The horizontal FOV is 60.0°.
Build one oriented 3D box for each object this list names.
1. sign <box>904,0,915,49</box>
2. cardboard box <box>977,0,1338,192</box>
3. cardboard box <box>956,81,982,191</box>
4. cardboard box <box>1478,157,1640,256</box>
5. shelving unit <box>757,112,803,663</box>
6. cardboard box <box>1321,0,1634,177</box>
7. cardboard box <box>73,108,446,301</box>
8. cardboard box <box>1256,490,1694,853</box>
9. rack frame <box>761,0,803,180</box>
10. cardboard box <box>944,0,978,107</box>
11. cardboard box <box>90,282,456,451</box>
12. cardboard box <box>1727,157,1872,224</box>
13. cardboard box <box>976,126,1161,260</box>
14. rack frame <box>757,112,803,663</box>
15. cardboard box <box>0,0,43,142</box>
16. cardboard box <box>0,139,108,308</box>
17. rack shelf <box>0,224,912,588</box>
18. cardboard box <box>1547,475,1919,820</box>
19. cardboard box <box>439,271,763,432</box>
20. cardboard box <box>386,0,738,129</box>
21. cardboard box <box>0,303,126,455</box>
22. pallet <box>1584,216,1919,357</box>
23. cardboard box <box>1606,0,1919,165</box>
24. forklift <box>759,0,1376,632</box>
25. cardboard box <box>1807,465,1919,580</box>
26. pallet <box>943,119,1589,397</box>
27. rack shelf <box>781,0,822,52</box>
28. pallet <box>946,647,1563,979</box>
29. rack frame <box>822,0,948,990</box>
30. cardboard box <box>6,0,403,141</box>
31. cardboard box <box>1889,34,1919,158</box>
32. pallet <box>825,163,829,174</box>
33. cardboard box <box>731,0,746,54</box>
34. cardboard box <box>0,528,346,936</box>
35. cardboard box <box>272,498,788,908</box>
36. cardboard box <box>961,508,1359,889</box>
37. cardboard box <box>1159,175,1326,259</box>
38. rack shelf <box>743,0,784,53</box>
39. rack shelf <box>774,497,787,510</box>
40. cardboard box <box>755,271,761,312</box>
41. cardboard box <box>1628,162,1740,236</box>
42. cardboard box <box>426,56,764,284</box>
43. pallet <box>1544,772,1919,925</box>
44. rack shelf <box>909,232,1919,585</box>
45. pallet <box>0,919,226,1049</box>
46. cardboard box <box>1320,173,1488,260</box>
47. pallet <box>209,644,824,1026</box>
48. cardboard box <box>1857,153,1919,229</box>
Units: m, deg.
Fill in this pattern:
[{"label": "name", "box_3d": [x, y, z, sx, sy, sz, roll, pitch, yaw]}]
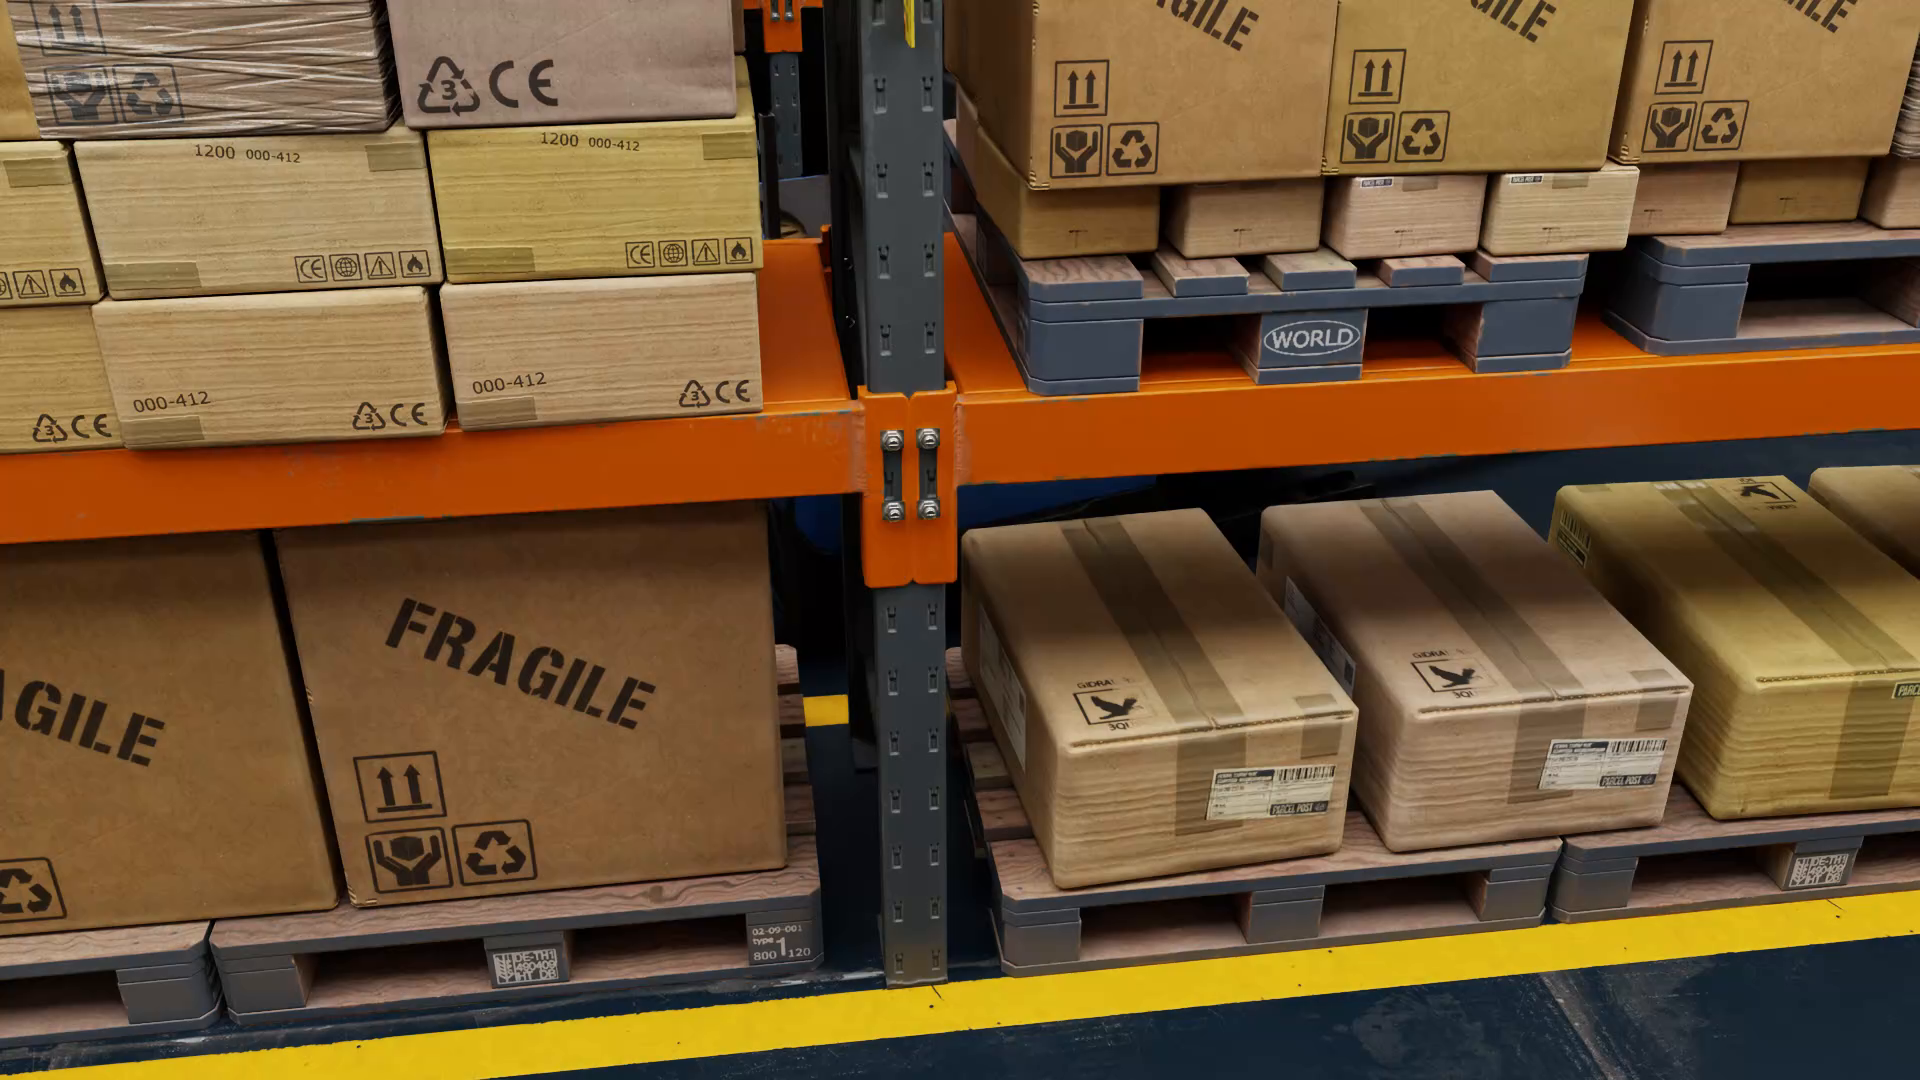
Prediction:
[{"label": "sign", "box_3d": [-0.077, -0.899, 2.447, 0.005, 0.325, 0.100, -4, 27, -7]}, {"label": "cardboard box", "box_3d": [0.320, -0.922, 2.866, 0.500, 0.500, 0.500, -4, 27, -9]}, {"label": "cardboard box", "box_3d": [0.134, -0.837, 3.410, 0.250, 0.149, 0.380, -3, 27, -5]}, {"label": "cardboard box", "box_3d": [1.027, -0.653, 3.053, 0.250, 0.149, 0.380, -4, 27, -7]}, {"label": "shelving unit", "box_3d": [-1.013, -0.348, 4.284, 1.048, 1.500, 0.538, -10, 29, -19]}, {"label": "cardboard box", "box_3d": [0.835, -0.958, 2.937, 0.500, 0.500, 0.500, -2, 27, -4]}, {"label": "cardboard box", "box_3d": [-1.109, -0.610, 2.770, 0.500, 0.250, 0.500, -4, 27, -8]}, {"label": "cardboard box", "box_3d": [1.133, 0.266, 3.864, 0.625, 0.372, 0.950, -4, 27, -8]}, {"label": "rack frame", "box_3d": [-0.853, -2.878, 7.573, 0.127, 3.000, 1.000, -4, 27, -7]}, {"label": "cardboard box", "box_3d": [0.254, -1.153, 3.315, 0.500, 0.500, 0.500, -4, 27, -9]}, {"label": "cardboard box", "box_3d": [-1.126, -0.378, 2.866, 0.500, 0.250, 0.500, -3, 27, -6]}, {"label": "cardboard box", "box_3d": [1.529, -0.740, 3.221, 0.250, 0.149, 0.380, -3, 27, -5]}, {"label": "cardboard box", "box_3d": [0.190, -0.646, 3.038, 0.250, 0.149, 0.380, -5, 28, -10]}, {"label": "rack frame", "box_3d": [-0.540, -0.434, 4.452, 0.032, 1.500, 0.500, -10, 29, -19]}, {"label": "cardboard box", "box_3d": [-1.633, -0.908, 2.528, 0.500, 0.500, 0.500, -4, 27, -7]}, {"label": "cardboard box", "box_3d": [-1.613, -0.568, 2.688, 0.500, 0.250, 0.500, -4, 27, -8]}, {"label": "rack shelf", "box_3d": [-2.138, -0.187, 3.117, 4.000, 0.370, 1.077, -4, 27, -7]}, {"label": "cardboard box", "box_3d": [1.885, 0.220, 3.953, 0.625, 0.372, 0.950, -3, 27, -5]}, {"label": "cardboard box", "box_3d": [-0.622, -0.418, 2.943, 0.500, 0.250, 0.500, -5, 28, -9]}, {"label": "cardboard box", "box_3d": [-0.633, -0.972, 2.655, 0.500, 0.500, 0.500, -4, 27, -9]}, {"label": "cardboard box", "box_3d": [-1.627, -0.354, 2.818, 0.500, 0.250, 0.500, -4, 27, -8]}, {"label": "pallet", "box_3d": [1.797, -0.693, 3.526, 1.213, 0.211, 1.003, -4, 27, -7]}, {"label": "cardboard box", "box_3d": [1.360, -0.995, 3.008, 0.500, 0.500, 0.500, -3, 27, -6]}, {"label": "forklift", "box_3d": [0.749, -1.494, 4.951, 3.031, 2.935, 1.130, -13, 30, -24]}, {"label": "cardboard box", "box_3d": [2.573, 0.175, 4.041, 0.625, 0.372, 0.950, -2, 27, -4]}, {"label": "pallet", "box_3d": [0.533, -0.642, 3.426, 1.003, 0.211, 1.213, -4, 27, -7]}, {"label": "rack shelf", "box_3d": [1.128, -2.685, 7.985, 4.000, 0.370, 1.077, -4, 27, -7]}, {"label": "pallet", "box_3d": [0.616, 0.557, 3.933, 1.213, 0.211, 1.003, -4, 27, -7]}, {"label": "rack frame", "box_3d": [-0.158, -0.634, 3.200, 0.127, 3.000, 1.000, -4, 27, -7]}, {"label": "cardboard box", "box_3d": [-1.140, -0.936, 2.584, 0.500, 0.500, 0.500, -3, 27, -6]}, {"label": "cardboard box", "box_3d": [1.857, -1.023, 3.063, 0.500, 0.500, 0.500, -5, 28, -9]}, {"label": "pallet", "box_3d": [-0.032, -1.672, 8.277, 1.213, 0.211, 1.003, -4, 27, -7]}, {"label": "cardboard box", "box_3d": [-0.680, -1.203, 3.104, 0.500, 0.500, 0.500, -5, 28, -9]}, {"label": "cardboard box", "box_3d": [-1.737, 0.185, 3.470, 0.875, 0.875, 0.875, -3, 27, -6]}, {"label": "cardboard box", "box_3d": [-0.853, 0.131, 3.577, 0.875, 0.875, 0.875, -4, 27, -8]}, {"label": "cardboard box", "box_3d": [0.403, 0.317, 3.766, 0.625, 0.372, 0.950, -5, 28, -11]}, {"label": "cardboard box", "box_3d": [0.475, -0.649, 3.044, 0.250, 0.149, 0.380, -5, 28, -10]}, {"label": "rack shelf", "box_3d": [-2.833, -2.431, 7.489, 4.000, 0.370, 1.077, -4, 27, -7]}, {"label": "rack shelf", "box_3d": [-1.013, -0.187, 4.366, 1.000, 0.185, 0.538, -10, 29, -19]}, {"label": "cardboard box", "box_3d": [-0.677, -0.650, 3.396, 0.500, 0.250, 0.500, -4, 27, -8]}, {"label": "cardboard box", "box_3d": [1.255, -0.704, 3.152, 0.250, 0.149, 0.380, -2, 27, -4]}, {"label": "cardboard box", "box_3d": [-0.602, -0.644, 2.837, 0.500, 0.250, 0.500, -4, 27, -7]}, {"label": "pallet", "box_3d": [1.822, 0.481, 4.081, 1.213, 0.211, 1.003, -4, 27, -7]}, {"label": "rack shelf", "box_3d": [1.823, -0.441, 3.613, 4.000, 0.370, 1.077, -4, 27, -7]}, {"label": "pallet", "box_3d": [-2.154, 0.699, 3.657, 1.213, 0.211, 1.003, -4, 27, -7]}, {"label": "cardboard box", "box_3d": [0.752, -0.645, 3.037, 0.250, 0.149, 0.380, -5, 28, -10]}, {"label": "pallet", "box_3d": [-0.949, 0.622, 3.806, 1.213, 0.211, 1.003, -4, 27, -7]}, {"label": "cardboard box", "box_3d": [1.797, -0.727, 3.196, 0.250, 0.149, 0.380, -3, 27, -5]}]
